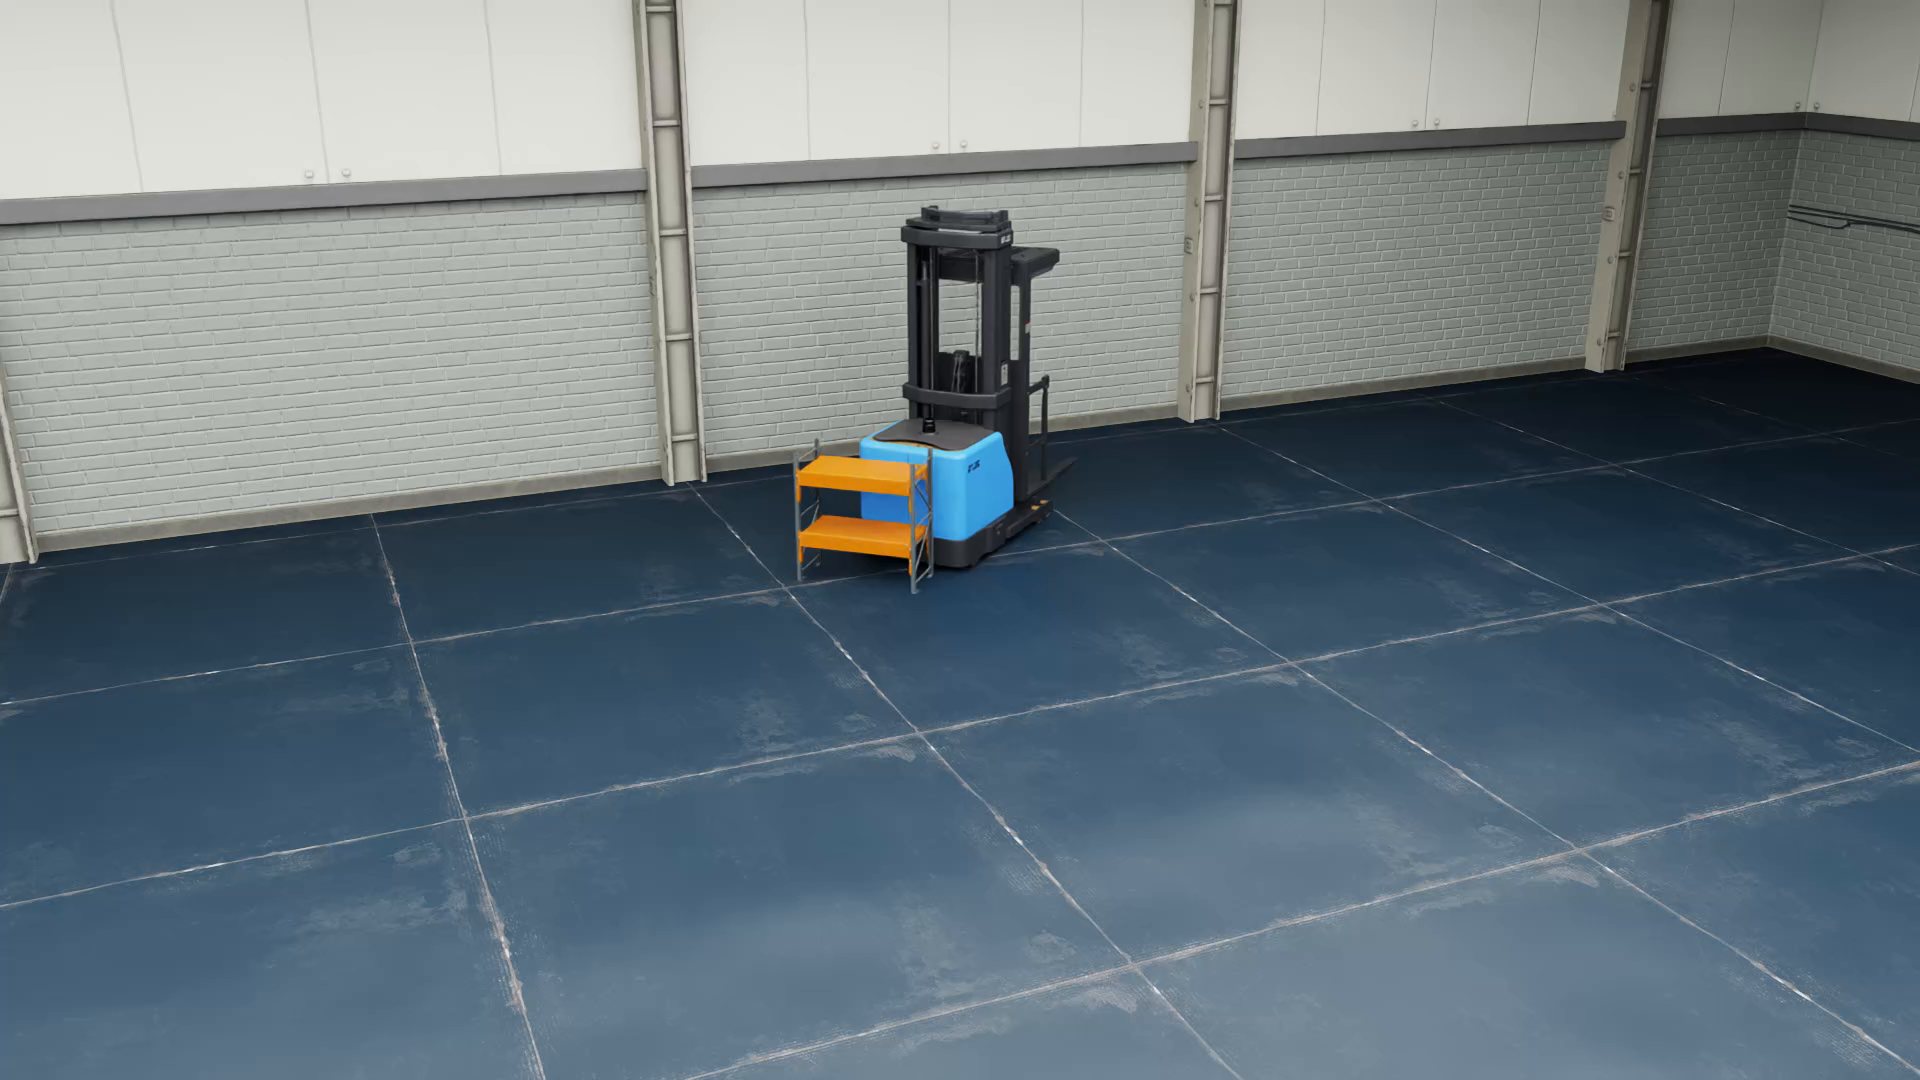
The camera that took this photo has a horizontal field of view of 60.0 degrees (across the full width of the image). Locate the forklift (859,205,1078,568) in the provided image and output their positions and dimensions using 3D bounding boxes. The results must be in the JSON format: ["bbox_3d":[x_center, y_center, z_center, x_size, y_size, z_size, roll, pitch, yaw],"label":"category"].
[{"bbox_3d":[0.223,-1.594,15.170,1.130,2.935,3.031,9,21,25],"label":"forklift"}]

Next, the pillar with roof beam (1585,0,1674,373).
[{"bbox_3d":[9.940,-5.123,16.054,0.400,9.000,9.100,-8,21,-22],"label":"pillar with roof beam"}]

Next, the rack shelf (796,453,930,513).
[{"bbox_3d":[-0.800,-0.484,13.854,1.000,0.278,0.538,6,20,16],"label":"rack shelf"}]

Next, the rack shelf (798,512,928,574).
[{"bbox_3d":[-0.800,0.023,14.032,1.000,0.278,0.538,6,20,16],"label":"rack shelf"}]

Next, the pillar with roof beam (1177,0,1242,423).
[{"bbox_3d":[4.430,-4.333,13.813,0.400,9.000,9.100,-8,21,-22],"label":"pillar with roof beam"}]

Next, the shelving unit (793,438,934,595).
[{"bbox_3d":[-0.800,-0.208,13.951,1.048,1.125,0.538,6,20,16],"label":"shelving unit"}]

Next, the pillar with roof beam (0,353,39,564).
[{"bbox_3d":[-6.588,-2.755,9.329,0.400,9.000,9.100,-8,21,-22],"label":"pillar with roof beam"}]

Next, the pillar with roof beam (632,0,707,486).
[{"bbox_3d":[-1.079,-3.544,11.571,0.400,9.000,9.100,-8,21,-22],"label":"pillar with roof beam"}]

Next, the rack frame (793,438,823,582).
[{"bbox_3d":[-1.285,-0.258,14.095,0.032,1.125,0.500,6,20,16],"label":"rack frame"}]

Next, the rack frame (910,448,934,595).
[{"bbox_3d":[-0.315,-0.157,13.807,0.032,1.125,0.500,6,20,16],"label":"rack frame"}]

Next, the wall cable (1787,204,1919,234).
[{"bbox_3d":[11.463,-4.955,20.254,0.112,2.526,3.097,-8,21,-22],"label":"wall cable"}]
